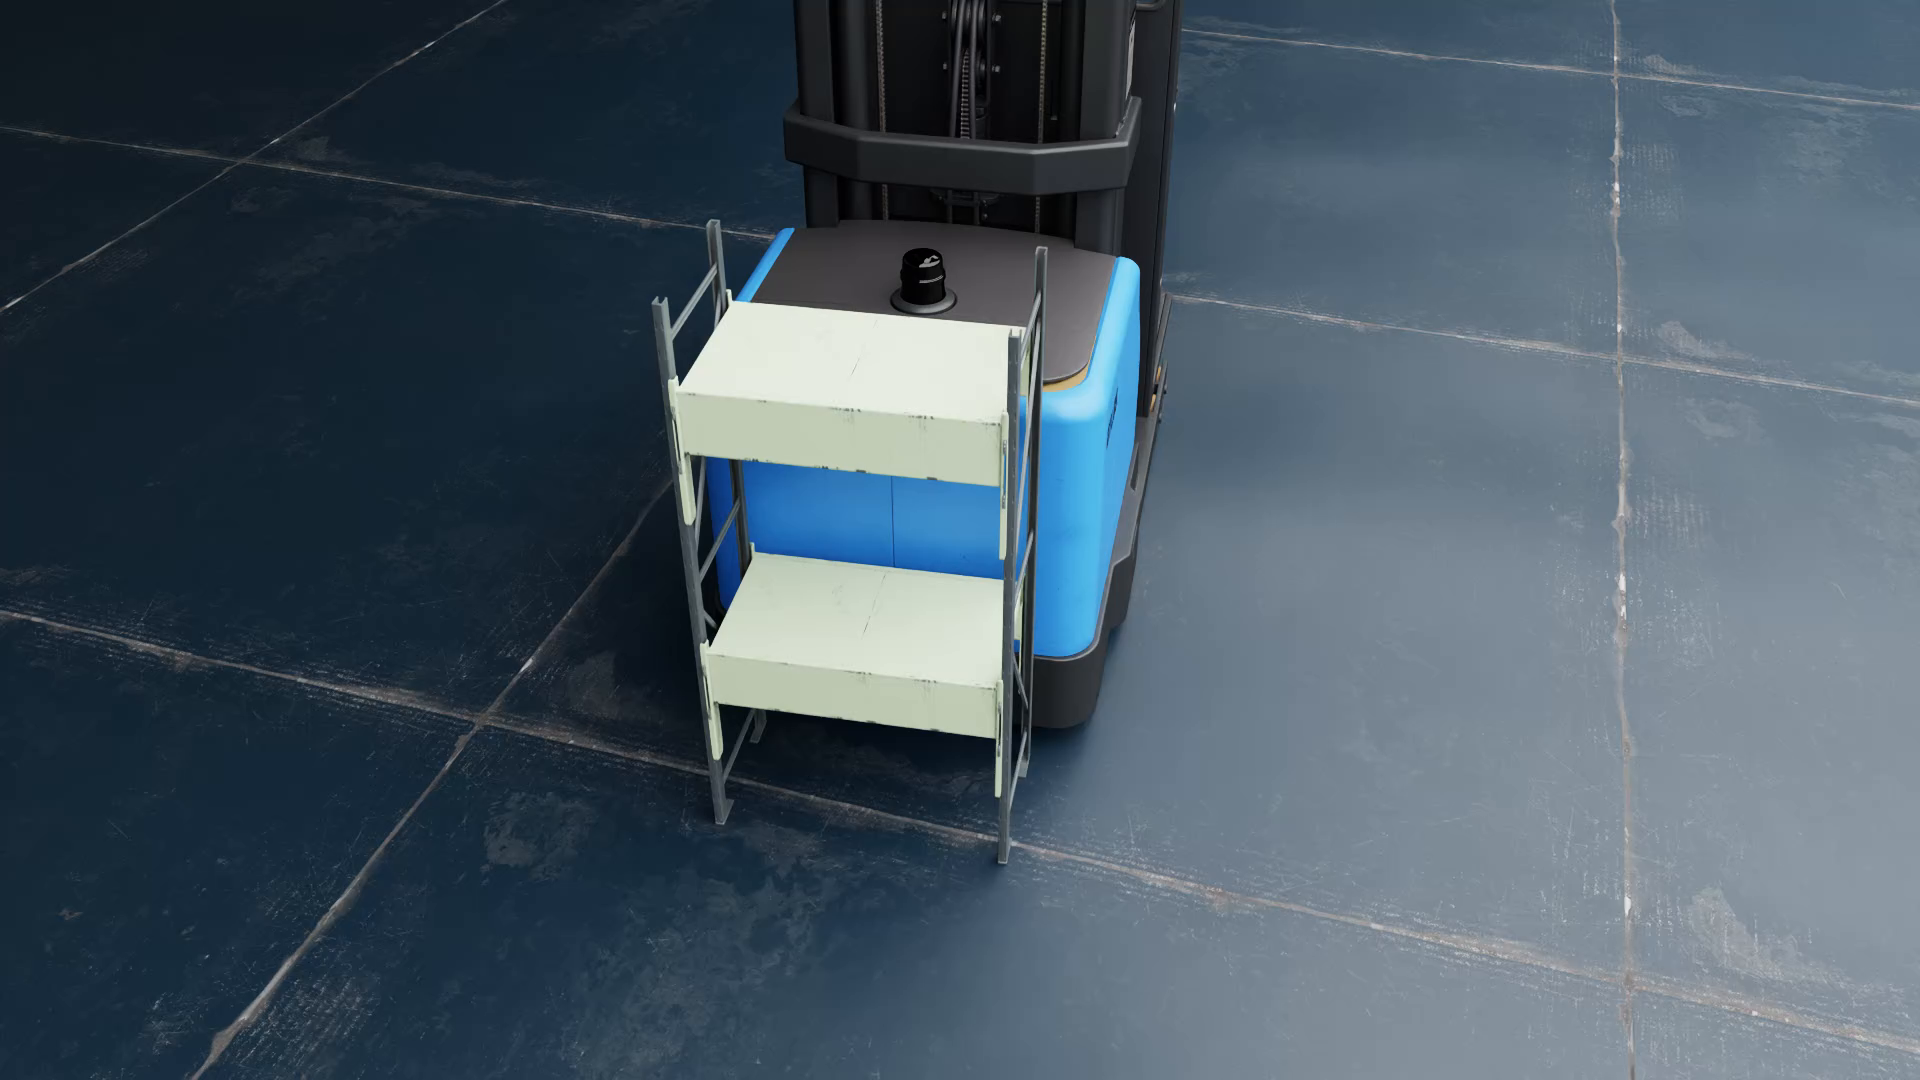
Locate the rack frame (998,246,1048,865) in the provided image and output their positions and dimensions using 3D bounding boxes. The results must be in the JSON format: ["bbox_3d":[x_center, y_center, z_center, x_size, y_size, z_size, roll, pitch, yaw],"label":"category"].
[{"bbox_3d":[0.141,0.090,3.863,0.023,1.500,0.400,6,37,8],"label":"rack frame"}]

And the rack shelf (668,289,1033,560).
[{"bbox_3d":[-0.219,-0.264,3.685,0.720,0.370,0.431,6,37,8],"label":"rack shelf"}]

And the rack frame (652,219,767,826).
[{"bbox_3d":[-0.579,0.011,3.970,0.023,1.500,0.400,6,37,8],"label":"rack frame"}]

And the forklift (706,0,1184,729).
[{"bbox_3d":[0.121,-1.547,4.879,1.130,2.935,3.031,7,37,9],"label":"forklift"}]

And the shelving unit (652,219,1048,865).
[{"bbox_3d":[-0.219,0.050,3.916,0.755,1.500,0.431,6,37,8],"label":"shelving unit"}]

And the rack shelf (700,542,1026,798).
[{"bbox_3d":[-0.219,0.313,4.110,0.720,0.370,0.431,6,37,8],"label":"rack shelf"}]
